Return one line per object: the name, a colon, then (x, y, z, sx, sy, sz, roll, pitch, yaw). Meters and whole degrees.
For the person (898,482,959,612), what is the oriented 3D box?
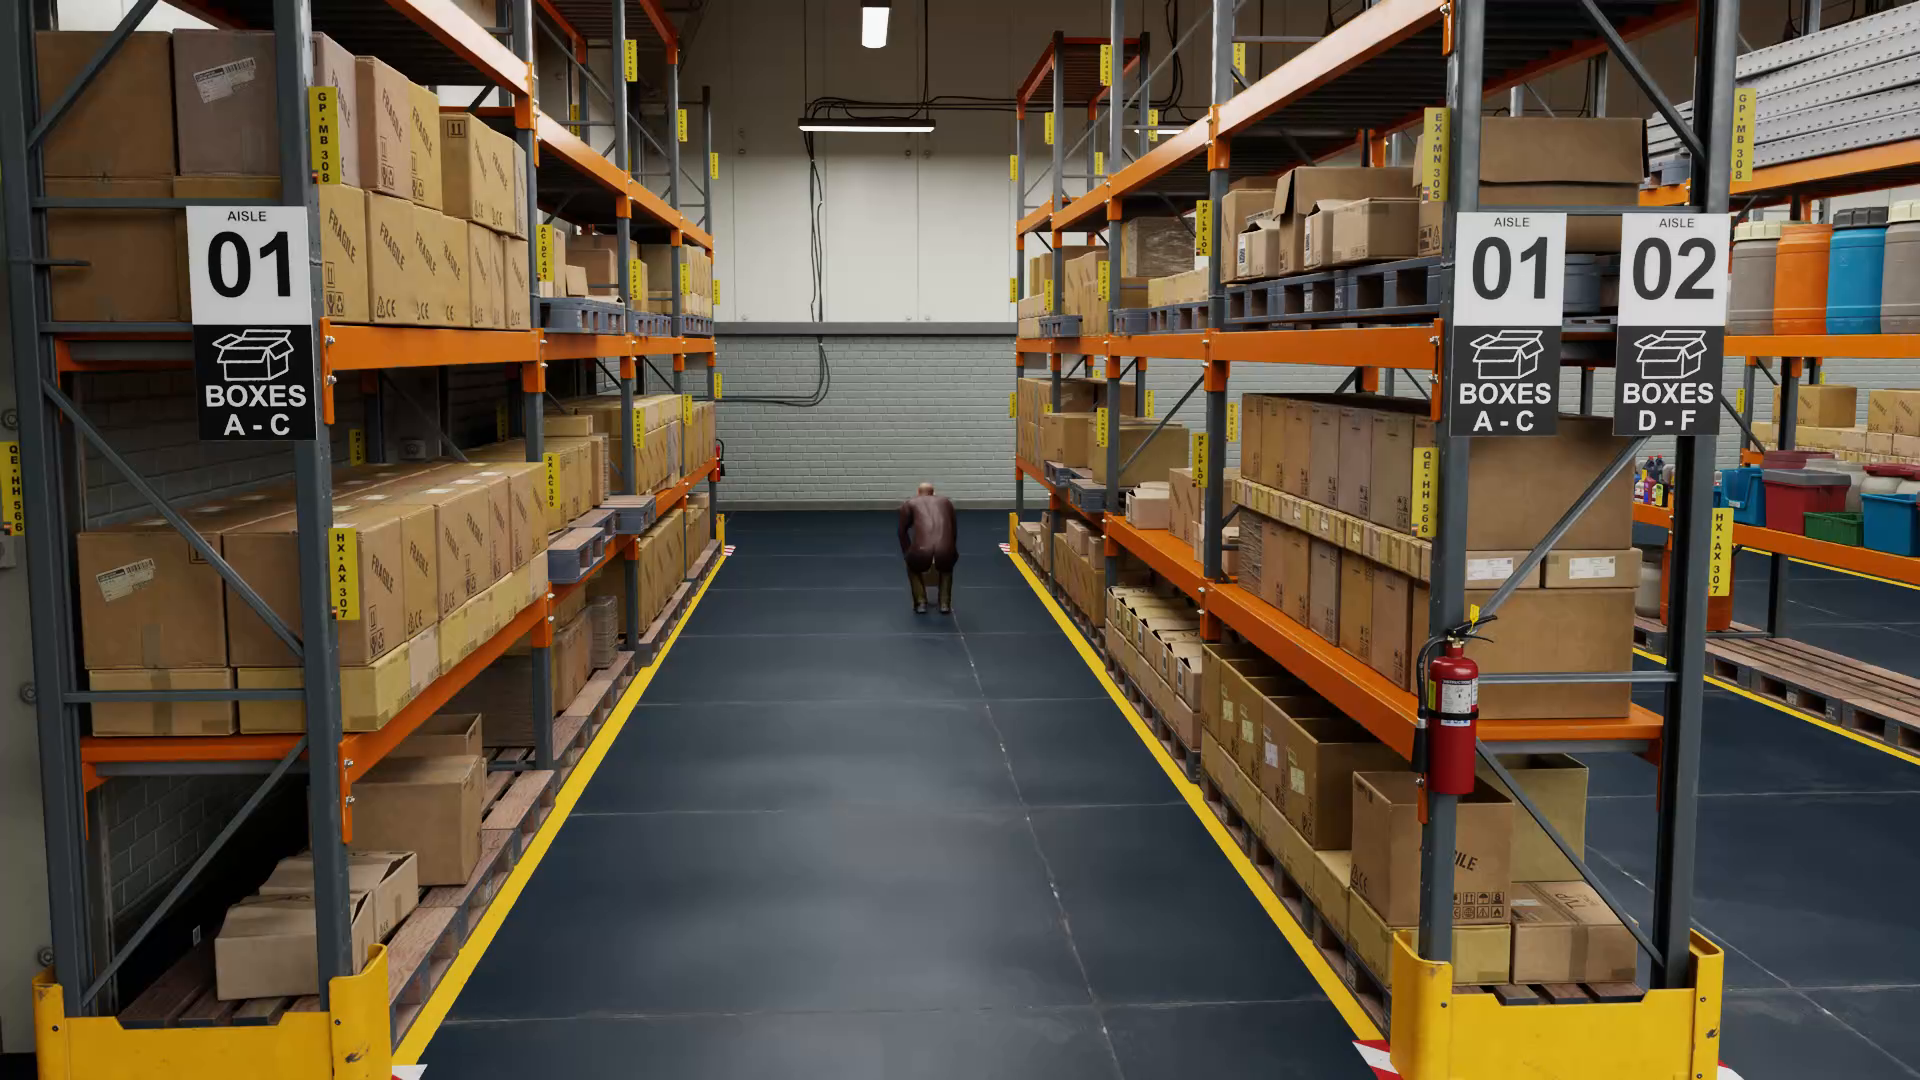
person: (-0.323, 0.082, 17.167, 0.631, 1.299, 0.776, 0, 7, -4)
